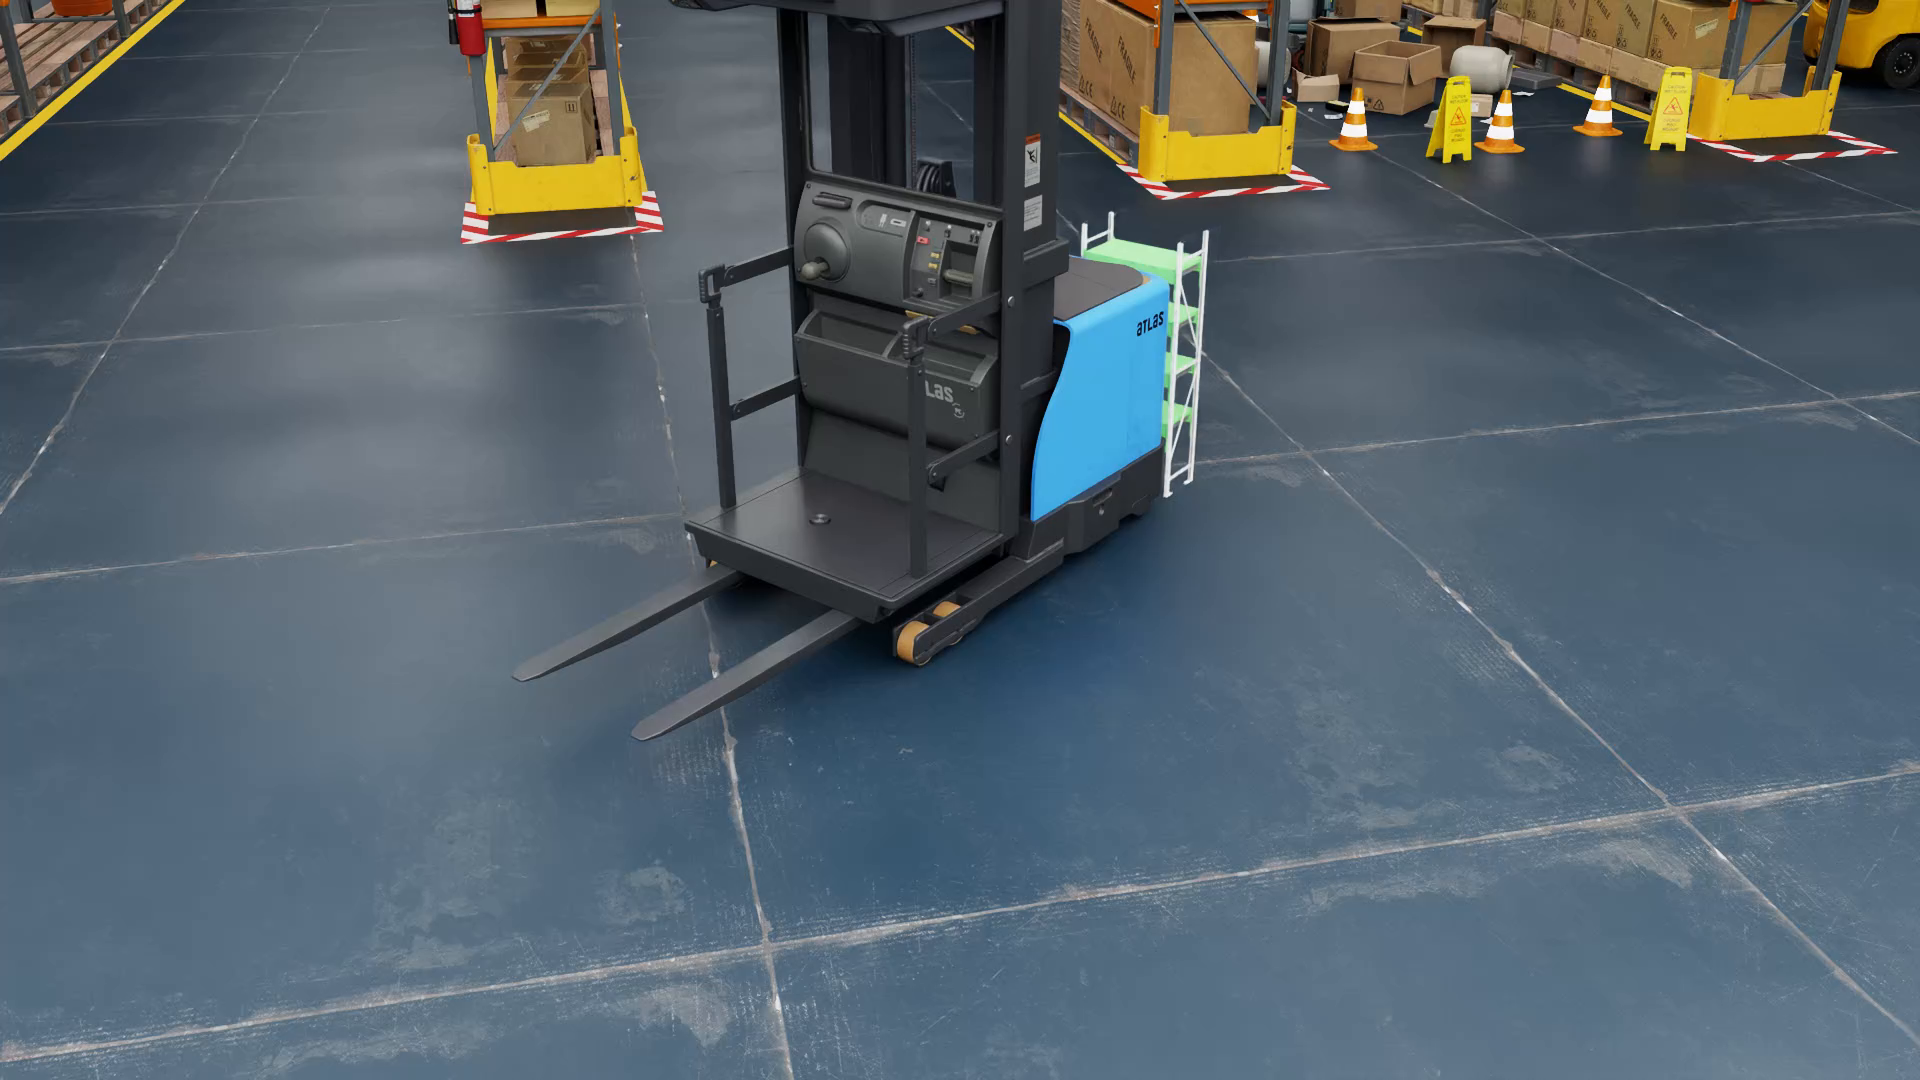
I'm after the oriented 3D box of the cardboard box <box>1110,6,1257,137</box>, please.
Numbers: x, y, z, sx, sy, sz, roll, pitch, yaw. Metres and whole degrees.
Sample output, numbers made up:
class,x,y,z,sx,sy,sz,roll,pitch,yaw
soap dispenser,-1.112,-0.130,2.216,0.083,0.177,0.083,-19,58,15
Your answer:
class,x,y,z,sx,sy,sz,roll,pitch,yaw
cardboard box,1.751,-3.733,13.209,0.875,0.875,0.875,-6,27,-11

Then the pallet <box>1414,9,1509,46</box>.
class,x,y,z,sx,sy,sz,roll,pitch,yaw
pallet,5.690,-5.603,18.117,1.003,0.211,1.213,-6,27,-12

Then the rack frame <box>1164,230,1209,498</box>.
class,x,y,z,sx,sy,sz,roll,pitch,yaw
rack frame,1.010,-0.772,7.446,0.015,1.200,0.240,19,33,33

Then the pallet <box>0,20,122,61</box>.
class,x,y,z,sx,sy,sz,roll,pitch,yaw
pallet,-9.379,-5.164,17.247,1.003,0.211,1.213,-6,27,-12

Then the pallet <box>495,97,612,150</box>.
class,x,y,z,sx,sy,sz,roll,pitch,yaw
pallet,-3.324,-3.427,13.806,1.003,0.211,1.213,-6,27,-12

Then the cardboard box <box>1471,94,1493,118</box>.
class,x,y,z,sx,sy,sz,roll,pitch,yaw
cardboard box,4.505,-3.848,14.708,0.380,0.149,0.250,8,28,15

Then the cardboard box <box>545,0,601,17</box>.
class,x,y,z,sx,sy,sz,roll,pitch,yaw
cardboard box,-2.719,-3.781,11.691,0.380,0.149,0.250,-6,27,-12

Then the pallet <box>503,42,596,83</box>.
class,x,y,z,sx,sy,sz,roll,pitch,yaw
pallet,-3.965,-4.597,16.123,1.003,0.211,1.213,-6,27,-12

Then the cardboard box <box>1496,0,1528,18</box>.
class,x,y,z,sx,sy,sz,roll,pitch,yaw
cardboard box,5.736,-5.515,16.600,0.500,0.500,0.500,-5,27,-9

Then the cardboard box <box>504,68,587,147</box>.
class,x,y,z,sx,sy,sz,roll,pitch,yaw
cardboard box,-3.180,-3.350,12.867,0.500,0.500,0.500,1,27,2

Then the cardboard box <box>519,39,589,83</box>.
class,x,y,z,sx,sy,sz,roll,pitch,yaw
cardboard box,-3.384,-3.877,13.910,0.500,0.500,0.500,-8,28,-16

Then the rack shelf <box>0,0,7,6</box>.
class,x,y,z,sx,sy,sz,roll,pitch,yaw
rack shelf,-8.163,-3.798,12.244,1.077,0.370,4.000,-6,27,-12

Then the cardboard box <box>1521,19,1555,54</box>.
class,x,y,z,sx,sy,sz,roll,pitch,yaw
cardboard box,5.868,-4.947,16.307,0.500,0.250,0.500,-4,27,-9

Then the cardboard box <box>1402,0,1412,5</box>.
class,x,y,z,sx,sy,sz,roll,pitch,yaw
cardboard box,5.422,-6.371,18.994,0.950,0.372,0.625,-5,27,-10

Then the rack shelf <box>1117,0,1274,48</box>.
class,x,y,z,sx,sy,sz,roll,pitch,yaw
rack shelf,1.517,-4.760,14.150,1.077,0.370,4.000,-6,27,-12

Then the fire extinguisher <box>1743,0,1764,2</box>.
class,x,y,z,sx,sy,sz,roll,pitch,yaw
fire extinguisher,6.345,-4.619,13.158,0.296,0.674,0.183,-6,27,-12

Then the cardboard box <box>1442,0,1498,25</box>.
class,x,y,z,sx,sy,sz,roll,pitch,yaw
cardboard box,5.746,-5.751,17.765,0.950,0.372,0.625,-6,27,-11

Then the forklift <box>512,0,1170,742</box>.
class,x,y,z,sx,sy,sz,roll,pitch,yaw
forklift,-0.384,-1.084,6.144,1.130,2.935,3.031,19,32,33

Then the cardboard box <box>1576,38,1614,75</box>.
class,x,y,z,sx,sy,sz,roll,pitch,yaw
cardboard box,6.091,-4.495,15.412,0.500,0.250,0.500,-7,28,-13

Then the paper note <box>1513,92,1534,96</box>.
class,x,y,z,sx,sy,sz,roll,pitch,yaw
paper note,5.232,-4.148,15.435,0.142,0.019,0.148,-16,31,-29

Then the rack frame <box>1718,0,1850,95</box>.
class,x,y,z,sx,sy,sz,roll,pitch,yaw
rack frame,6.768,-4.750,13.332,1.000,3.000,0.127,-6,27,-12

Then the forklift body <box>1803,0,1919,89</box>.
class,x,y,z,sx,sy,sz,roll,pitch,yaw
forklift body,9.398,-5.524,15.808,2.313,2.155,1.214,-6,27,-12

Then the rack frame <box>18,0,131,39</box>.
class,x,y,z,sx,sy,sz,roll,pitch,yaw
rack frame,-9.516,-6.753,17.300,1.000,3.000,0.127,-6,27,-12

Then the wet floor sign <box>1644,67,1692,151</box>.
class,x,y,z,sx,sy,sz,roll,pitch,yaw
wet floor sign,5.768,-3.507,13.482,0.267,0.644,0.232,3,27,6

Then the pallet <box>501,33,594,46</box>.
class,x,y,z,sx,sy,sz,roll,pitch,yaw
pallet,-4.244,-5.133,17.186,1.003,0.211,1.213,-6,27,-12

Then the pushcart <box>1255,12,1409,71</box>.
class,x,y,z,sx,sy,sz,roll,pitch,yaw
pushcart,3.656,-5.082,16.900,1.648,0.377,0.936,-16,31,-29

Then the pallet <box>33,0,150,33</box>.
class,x,y,z,sx,sy,sz,roll,pitch,yaw
pallet,-9.734,-5.850,18.606,1.003,0.211,1.213,-6,27,-12

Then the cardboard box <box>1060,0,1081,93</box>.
class,x,y,z,sx,sy,sz,roll,pitch,yaw
cardboard box,1.347,-4.520,14.767,0.875,0.875,0.875,-6,27,-11

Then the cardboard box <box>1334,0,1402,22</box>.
class,x,y,z,sx,sy,sz,roll,pitch,yaw
cardboard box,4.139,-5.534,16.820,0.500,0.500,0.500,-6,27,-12

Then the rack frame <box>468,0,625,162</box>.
class,x,y,z,sx,sy,sz,roll,pitch,yaw
rack frame,-2.887,-3.744,11.339,1.000,3.000,0.127,-6,27,-12

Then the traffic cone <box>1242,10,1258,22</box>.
class,x,y,z,sx,sy,sz,roll,pitch,yaw
traffic cone,3.183,-5.802,18.231,0.336,0.463,0.334,-6,27,-12

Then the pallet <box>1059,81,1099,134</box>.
class,x,y,z,sx,sy,sz,roll,pitch,yaw
pallet,1.440,-3.836,14.616,1.003,0.211,1.213,-6,27,-12

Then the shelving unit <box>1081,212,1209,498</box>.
class,x,y,z,sx,sy,sz,roll,pitch,yaw
shelving unit,0.816,-0.838,7.577,0.503,1.200,0.258,19,33,33

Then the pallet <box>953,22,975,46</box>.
class,x,y,z,sx,sy,sz,roll,pitch,yaw
pallet,0.541,-5.582,18.075,1.003,0.211,1.213,-6,27,-12

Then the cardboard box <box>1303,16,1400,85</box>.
class,x,y,z,sx,sy,sz,roll,pitch,yaw
cardboard box,3.687,-4.620,15.694,0.797,0.637,0.503,-6,27,-12

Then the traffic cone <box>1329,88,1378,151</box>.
class,x,y,z,sx,sy,sz,roll,pitch,yaw
traffic cone,3.232,-3.448,13.568,0.336,0.463,0.334,-6,27,-12

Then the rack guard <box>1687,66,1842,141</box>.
class,x,y,z,sx,sy,sz,roll,pitch,yaw
rack guard,6.751,-3.668,13.962,1.175,0.500,0.348,-6,27,-12

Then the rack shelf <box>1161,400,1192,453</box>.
class,x,y,z,sx,sy,sz,roll,pitch,yaw
rack shelf,0.817,-0.568,7.716,0.480,0.148,0.258,19,33,33

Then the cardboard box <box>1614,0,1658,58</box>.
class,x,y,z,sx,sy,sz,roll,pitch,yaw
cardboard box,6.212,-4.599,14.786,0.500,0.500,0.500,-5,27,-10

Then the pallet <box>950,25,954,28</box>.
class,x,y,z,sx,sy,sz,roll,pitch,yaw
pallet,0.269,-6.117,19.134,1.003,0.211,1.213,-6,27,-12

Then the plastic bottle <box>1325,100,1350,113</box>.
class,x,y,z,sx,sy,sz,roll,pitch,yaw
plastic bottle,3.368,-3.886,14.881,0.133,0.061,0.283,-16,31,-29

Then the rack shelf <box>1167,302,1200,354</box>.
class,x,y,z,sx,sy,sz,roll,pitch,yaw
rack shelf,0.815,-0.995,7.496,0.480,0.148,0.258,19,33,33

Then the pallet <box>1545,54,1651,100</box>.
class,x,y,z,sx,sy,sz,roll,pitch,yaw
pallet,6.331,-4.434,15.800,1.003,0.211,1.213,-6,27,-12

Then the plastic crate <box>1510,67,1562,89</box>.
class,x,y,z,sx,sy,sz,roll,pitch,yaw
plastic crate,5.421,-4.430,15.939,0.402,0.080,0.583,-16,31,-29

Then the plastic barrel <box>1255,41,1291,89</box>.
class,x,y,z,sx,sy,sz,roll,pitch,yaw
plastic barrel,2.817,-4.467,15.630,0.512,0.421,0.421,13,30,24

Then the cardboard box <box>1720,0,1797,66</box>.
class,x,y,z,sx,sy,sz,roll,pitch,yaw
cardboard box,6.850,-4.438,14.466,0.500,0.500,0.500,-7,28,-13

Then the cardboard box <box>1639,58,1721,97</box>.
class,x,y,z,sx,sy,sz,roll,pitch,yaw
cardboard box,6.318,-4.048,14.527,0.500,0.250,0.500,-6,27,-12

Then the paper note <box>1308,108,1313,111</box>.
class,x,y,z,sx,sy,sz,roll,pitch,yaw
paper note,3.131,-3.841,14.849,0.032,0.001,0.123,8,28,15

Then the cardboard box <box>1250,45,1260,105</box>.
class,x,y,z,sx,sy,sz,roll,pitch,yaw
cardboard box,2.416,-4.267,15.147,0.500,0.500,0.500,-1,27,-3

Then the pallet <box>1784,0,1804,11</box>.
class,x,y,z,sx,sy,sz,roll,pitch,yaw
pallet,10.219,-6.623,20.138,1.003,0.211,1.213,-6,27,-12

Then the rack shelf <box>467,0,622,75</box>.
class,x,y,z,sx,sy,sz,roll,pitch,yaw
rack shelf,-3.338,-4.301,13.240,1.077,0.370,4.000,-6,27,-12

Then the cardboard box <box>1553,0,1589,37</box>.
class,x,y,z,sx,sy,sz,roll,pitch,yaw
cardboard box,5.984,-5.053,15.685,0.500,0.500,0.500,-5,27,-9
